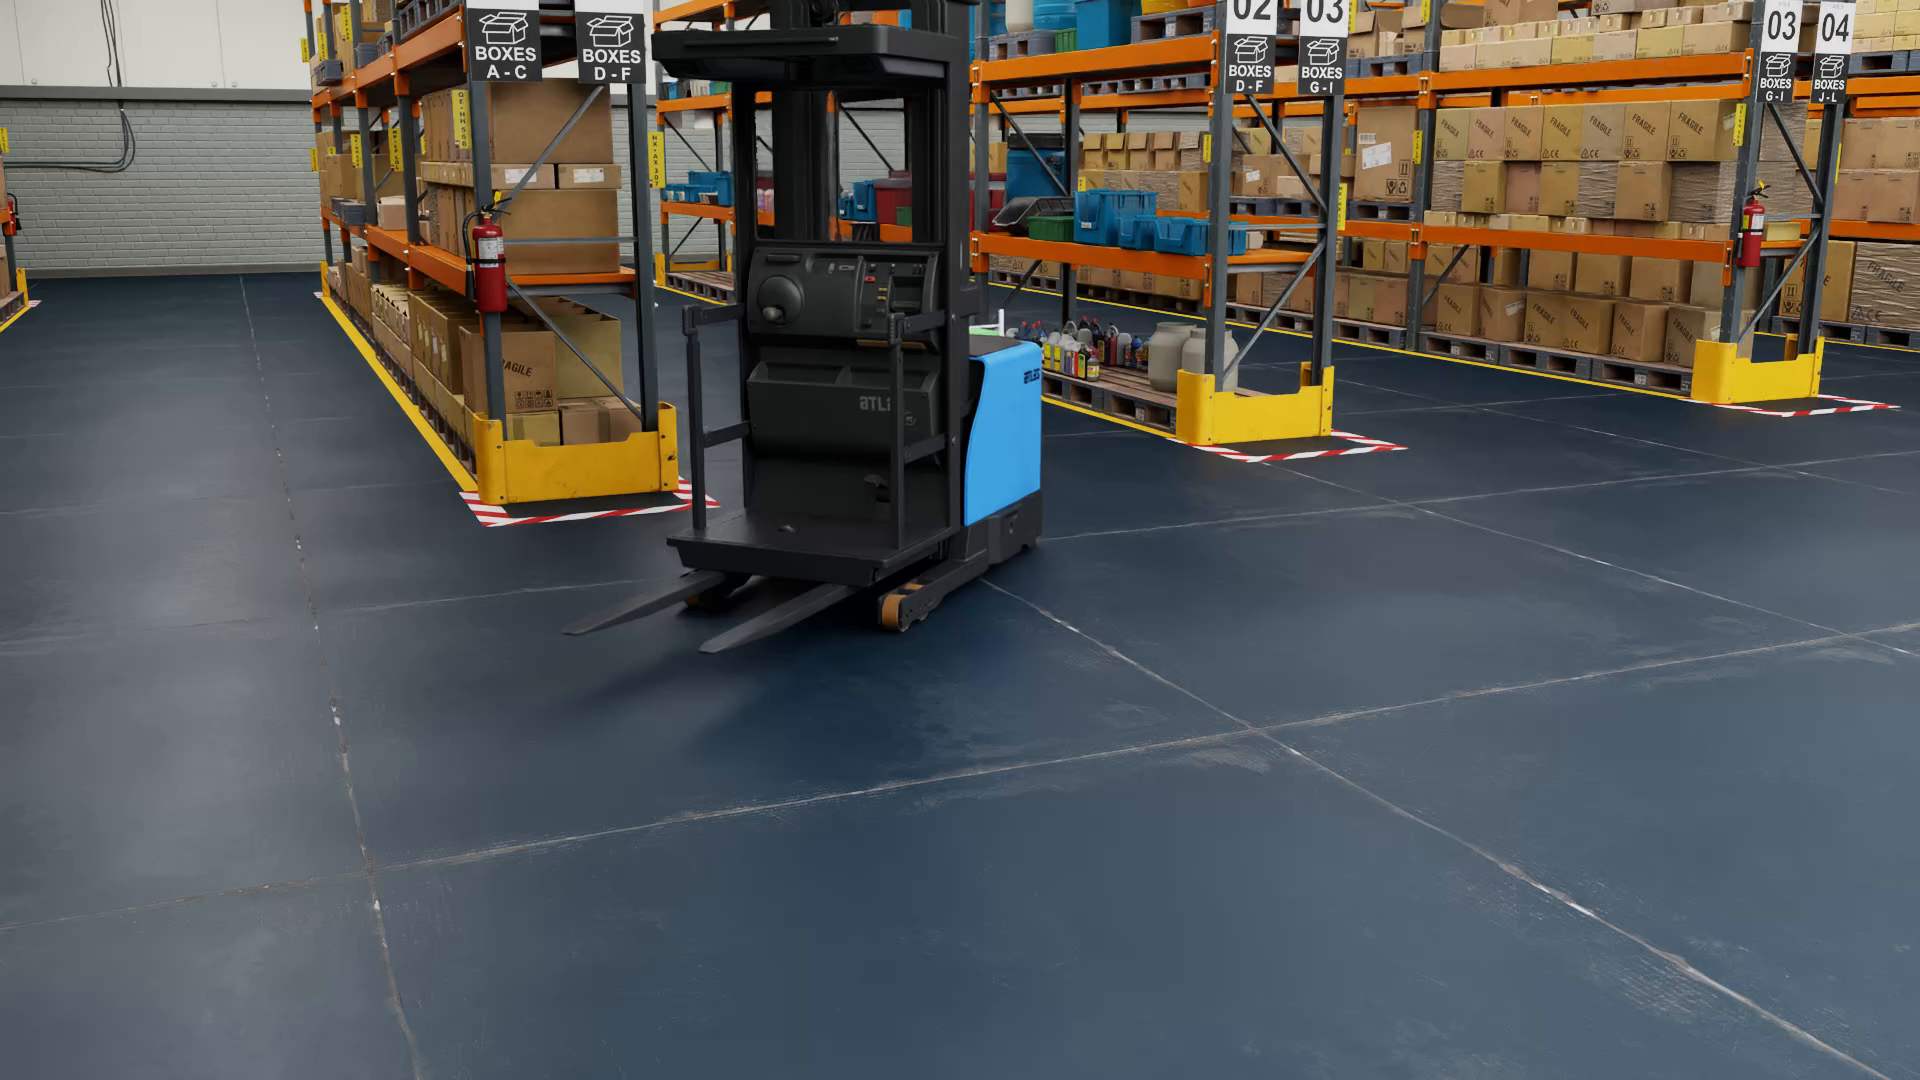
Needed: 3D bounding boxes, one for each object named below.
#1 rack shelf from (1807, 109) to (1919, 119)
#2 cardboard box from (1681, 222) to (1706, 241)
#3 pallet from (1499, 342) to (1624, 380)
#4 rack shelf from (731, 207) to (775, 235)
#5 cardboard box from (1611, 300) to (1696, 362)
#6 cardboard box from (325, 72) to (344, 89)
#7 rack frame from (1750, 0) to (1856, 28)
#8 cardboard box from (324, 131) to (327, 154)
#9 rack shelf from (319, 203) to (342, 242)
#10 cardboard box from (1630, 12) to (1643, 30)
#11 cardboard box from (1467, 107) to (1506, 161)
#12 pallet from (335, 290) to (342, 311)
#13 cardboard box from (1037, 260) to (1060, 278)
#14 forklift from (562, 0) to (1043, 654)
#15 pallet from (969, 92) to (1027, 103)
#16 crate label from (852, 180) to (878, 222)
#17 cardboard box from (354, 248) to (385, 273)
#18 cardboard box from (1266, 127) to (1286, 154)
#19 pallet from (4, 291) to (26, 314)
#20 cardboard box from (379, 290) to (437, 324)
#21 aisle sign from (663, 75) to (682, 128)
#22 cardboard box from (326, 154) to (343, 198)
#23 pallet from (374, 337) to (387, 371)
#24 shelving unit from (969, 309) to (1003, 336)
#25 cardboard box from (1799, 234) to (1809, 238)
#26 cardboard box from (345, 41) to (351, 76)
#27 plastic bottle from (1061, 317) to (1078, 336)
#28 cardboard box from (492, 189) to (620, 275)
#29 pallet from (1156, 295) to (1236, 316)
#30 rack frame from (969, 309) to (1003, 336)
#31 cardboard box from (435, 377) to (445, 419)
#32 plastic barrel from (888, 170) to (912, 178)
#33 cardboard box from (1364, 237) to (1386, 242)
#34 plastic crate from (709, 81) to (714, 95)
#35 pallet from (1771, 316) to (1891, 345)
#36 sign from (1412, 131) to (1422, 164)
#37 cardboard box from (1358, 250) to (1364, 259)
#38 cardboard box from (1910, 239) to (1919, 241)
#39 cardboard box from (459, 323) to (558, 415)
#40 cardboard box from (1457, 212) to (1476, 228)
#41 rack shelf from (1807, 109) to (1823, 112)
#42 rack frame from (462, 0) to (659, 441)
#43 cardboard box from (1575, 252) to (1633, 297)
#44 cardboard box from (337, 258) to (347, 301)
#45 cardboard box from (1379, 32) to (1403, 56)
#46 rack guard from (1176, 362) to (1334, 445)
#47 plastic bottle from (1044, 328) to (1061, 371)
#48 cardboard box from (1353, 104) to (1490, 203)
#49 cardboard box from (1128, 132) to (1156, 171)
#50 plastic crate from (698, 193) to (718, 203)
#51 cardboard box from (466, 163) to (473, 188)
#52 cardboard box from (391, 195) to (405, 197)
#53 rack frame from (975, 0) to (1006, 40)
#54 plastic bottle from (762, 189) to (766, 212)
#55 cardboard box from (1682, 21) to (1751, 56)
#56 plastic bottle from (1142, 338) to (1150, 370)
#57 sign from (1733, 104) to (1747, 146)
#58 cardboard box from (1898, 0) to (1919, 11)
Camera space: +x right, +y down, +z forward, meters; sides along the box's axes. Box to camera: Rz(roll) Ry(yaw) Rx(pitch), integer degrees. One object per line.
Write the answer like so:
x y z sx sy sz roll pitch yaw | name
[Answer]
16.376 -7.172 28.147 1.077 0.370 4.000 -6 14 -23 | rack shelf
6.352 -2.620 14.095 0.380 0.149 0.250 -6 14 -23 | cardboard box
5.946 -1.730 15.878 1.003 0.211 1.213 -6 14 -23 | pallet
-1.789 -3.919 20.745 1.077 0.370 4.000 -6 14 -23 | rack shelf
6.249 -1.888 14.988 0.500 0.500 0.500 -2 13 -8 | cardboard box
-7.569 -5.701 20.528 0.500 0.250 0.500 -6 14 -23 | cardboard box
6.755 -5.573 12.993 1.000 3.000 0.127 -6 14 -23 | rack frame
-7.980 -5.062 21.652 0.500 0.500 0.500 -6 14 -23 | cardboard box
-7.932 -4.299 22.386 1.077 0.370 4.000 -6 14 -23 | rack shelf
6.043 -4.485 14.393 0.380 0.149 0.250 -5 14 -22 | cardboard box
5.301 -3.939 16.136 0.500 0.500 0.500 -6 14 -23 | cardboard box
-7.897 -3.272 22.538 1.003 0.211 1.213 -6 14 -23 | pallet
1.757 -4.443 25.194 0.875 0.875 0.875 -6 14 -23 | cardboard box
-0.616 -1.141 7.299 1.130 2.935 3.031 6 14 23 | forklift
0.652 -7.222 26.966 1.003 0.211 1.213 -6 14 -23 | pallet
-0.838 -3.644 17.882 0.502 0.435 0.616 -6 14 -23 | crate label
-6.558 -3.166 18.800 0.500 0.250 0.500 -6 14 -24 | cardboard box
5.470 -6.629 27.762 0.500 0.500 0.500 -6 14 -25 | cardboard box
-12.878 -3.097 21.784 1.003 0.211 1.213 -6 14 -23 | pallet
-5.167 -2.200 15.644 0.500 0.311 0.500 -6 14 -24 | cardboard box
-4.494 -6.763 25.675 0.394 0.787 0.004 -6 14 -23 | aisle sign
-7.146 -4.371 19.950 0.700 0.500 0.500 -12 18 -42 | cardboard box
-5.234 -1.877 16.513 1.003 0.211 1.213 -6 14 -23 | pallet
-0.004 -0.674 9.123 0.258 1.200 0.503 -8 15 -31 | shelving unit
12.430 -4.518 25.520 0.875 0.875 0.875 -6 14 -23 | cardboard box
-5.938 -5.112 17.430 0.910 0.500 0.500 -6 14 -23 | cardboard box
1.004 -1.833 15.038 0.144 0.351 0.185 -6 14 -23 | plastic bottle
-2.499 -1.903 10.217 0.700 0.500 0.500 -6 14 -23 | cardboard box
3.303 -3.115 21.859 1.003 0.211 1.213 -6 14 -23 | pallet
0.126 -0.628 8.922 0.240 1.200 0.015 -8 15 -31 | rack frame
-3.421 -1.014 11.767 0.500 0.250 0.500 -6 14 -23 | cardboard box
-0.525 -3.854 18.567 0.600 0.536 0.708 -6 14 -23 | plastic barrel
6.587 -4.732 25.614 0.500 0.250 0.500 -6 14 -25 | cardboard box
-3.248 -6.221 22.818 0.416 0.233 0.300 -6 14 -23 | plastic crate
9.970 -2.381 18.691 1.003 0.211 1.213 -6 14 -23 | pallet
4.645 -3.990 16.890 0.100 0.325 0.005 -6 14 -23 | sign
6.681 -4.621 26.916 0.380 0.149 0.250 -5 14 -20 | cardboard box
16.407 -4.915 28.064 0.500 0.500 0.500 -5 14 -21 | cardboard box
-2.811 -1.071 10.348 0.500 0.500 0.500 -6 14 -23 | cardboard box
5.177 -3.181 16.519 0.380 0.149 0.250 -6 14 -23 | cardboard box
11.829 -6.723 26.207 1.077 0.370 4.000 -6 14 -23 | rack shelf
-2.324 -1.757 9.807 1.000 3.000 0.127 -6 14 -23 | rack frame
8.650 -3.525 21.505 1.050 0.750 0.750 -5 14 -22 | cardboard box
-7.619 -3.324 21.149 0.500 0.500 0.500 -6 14 -23 | cardboard box
4.684 -5.263 17.670 0.396 0.266 0.258 -5 14 -21 | cardboard box
2.143 -0.997 12.068 1.175 0.500 0.348 -6 14 -23 | rack guard
0.803 -1.622 14.126 0.144 0.351 0.185 -6 14 -23 | plastic bottle
4.962 -4.151 17.889 1.000 1.000 1.000 -6 14 -23 | cardboard box
2.739 -5.266 22.525 0.797 0.503 0.637 -5 14 -21 | cardboard box
-3.564 -4.916 23.909 0.293 0.136 0.466 -6 14 -23 | plastic crate
-2.959 -2.342 10.676 0.380 0.149 0.250 -5 14 -22 | cardboard box
-5.423 -3.287 16.617 0.500 0.311 0.500 -5 14 -19 | cardboard box
0.614 -5.952 14.631 1.000 3.000 0.127 -6 14 -23 | rack frame
-2.479 -4.328 21.175 0.061 0.283 0.133 -6 14 -23 | plastic bottle
6.329 -4.116 13.680 0.500 0.250 0.500 -5 14 -22 | cardboard box
1.598 -1.583 14.130 0.097 0.271 0.097 0 13 0 | plastic bottle
6.238 -3.323 13.305 0.100 0.325 0.005 -6 14 -23 | sign
9.982 -5.568 17.260 0.380 0.149 0.250 -5 14 -22 | cardboard box
